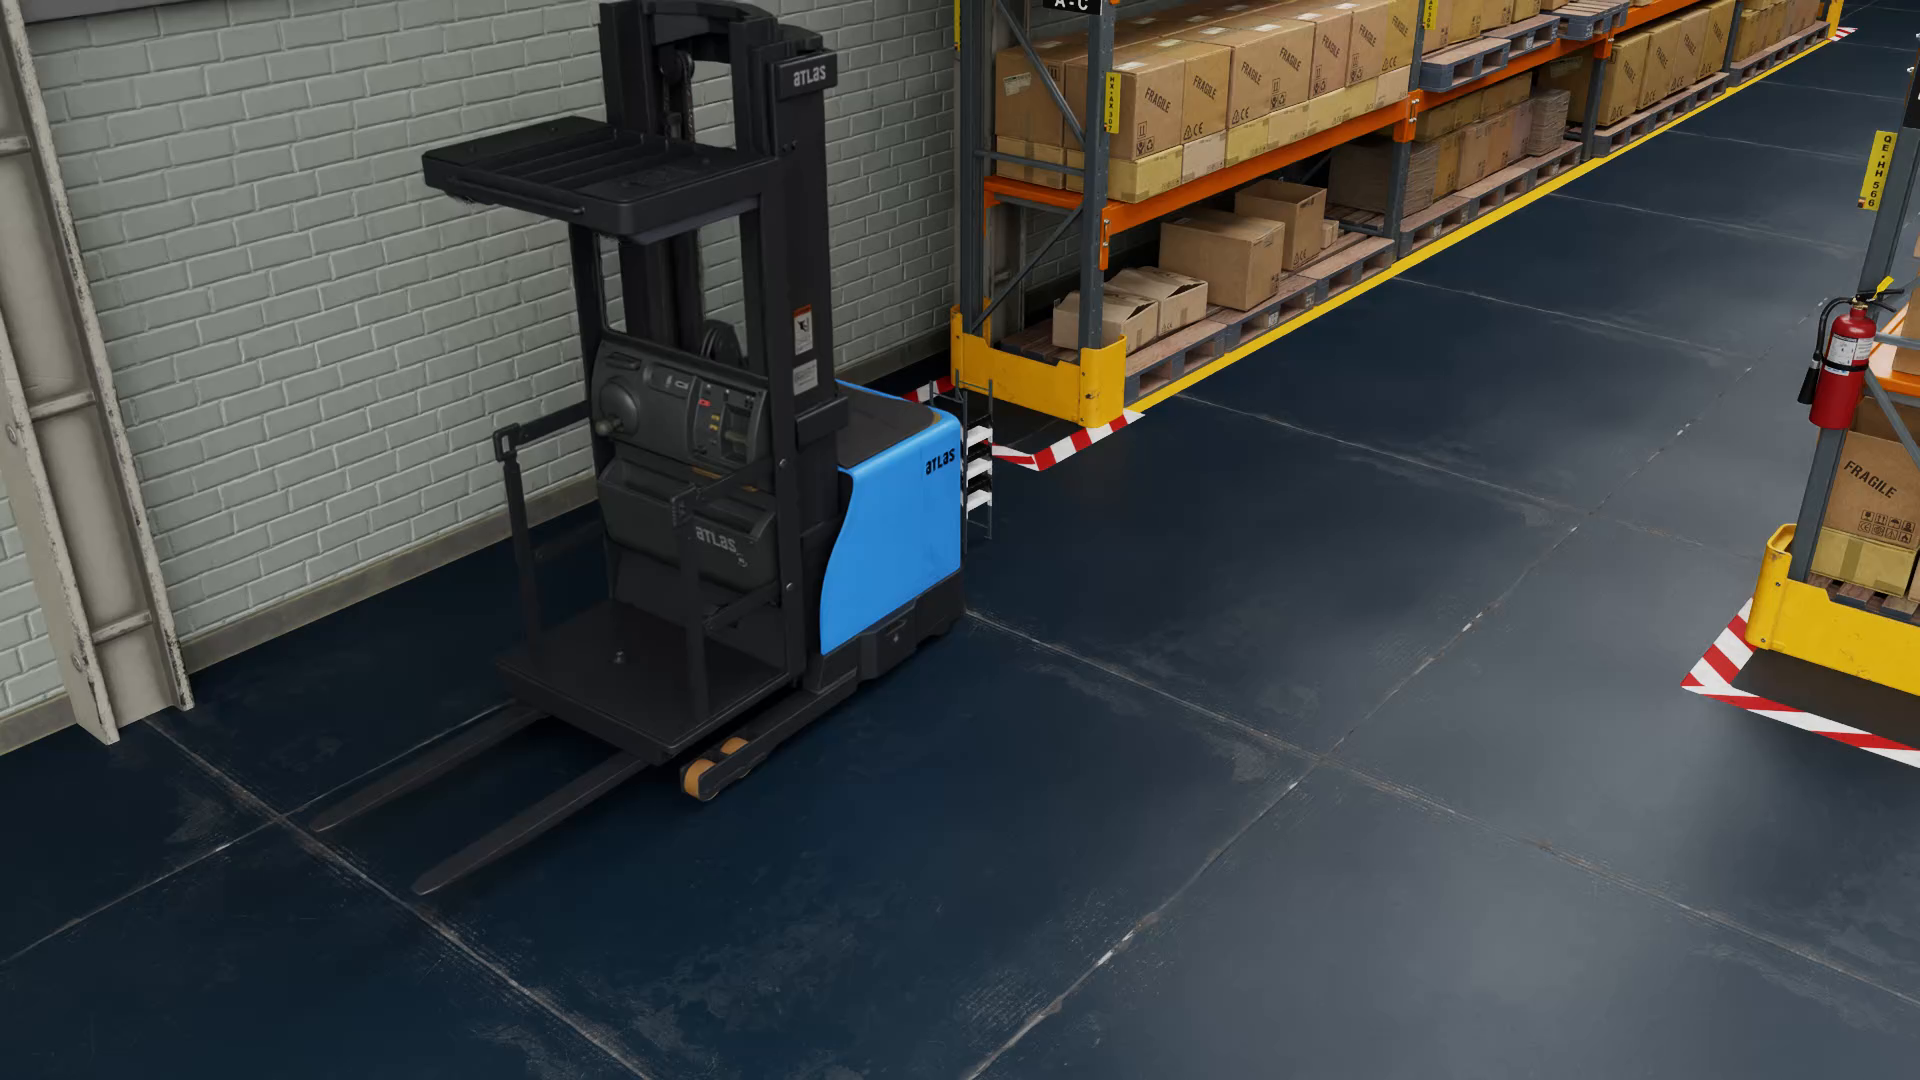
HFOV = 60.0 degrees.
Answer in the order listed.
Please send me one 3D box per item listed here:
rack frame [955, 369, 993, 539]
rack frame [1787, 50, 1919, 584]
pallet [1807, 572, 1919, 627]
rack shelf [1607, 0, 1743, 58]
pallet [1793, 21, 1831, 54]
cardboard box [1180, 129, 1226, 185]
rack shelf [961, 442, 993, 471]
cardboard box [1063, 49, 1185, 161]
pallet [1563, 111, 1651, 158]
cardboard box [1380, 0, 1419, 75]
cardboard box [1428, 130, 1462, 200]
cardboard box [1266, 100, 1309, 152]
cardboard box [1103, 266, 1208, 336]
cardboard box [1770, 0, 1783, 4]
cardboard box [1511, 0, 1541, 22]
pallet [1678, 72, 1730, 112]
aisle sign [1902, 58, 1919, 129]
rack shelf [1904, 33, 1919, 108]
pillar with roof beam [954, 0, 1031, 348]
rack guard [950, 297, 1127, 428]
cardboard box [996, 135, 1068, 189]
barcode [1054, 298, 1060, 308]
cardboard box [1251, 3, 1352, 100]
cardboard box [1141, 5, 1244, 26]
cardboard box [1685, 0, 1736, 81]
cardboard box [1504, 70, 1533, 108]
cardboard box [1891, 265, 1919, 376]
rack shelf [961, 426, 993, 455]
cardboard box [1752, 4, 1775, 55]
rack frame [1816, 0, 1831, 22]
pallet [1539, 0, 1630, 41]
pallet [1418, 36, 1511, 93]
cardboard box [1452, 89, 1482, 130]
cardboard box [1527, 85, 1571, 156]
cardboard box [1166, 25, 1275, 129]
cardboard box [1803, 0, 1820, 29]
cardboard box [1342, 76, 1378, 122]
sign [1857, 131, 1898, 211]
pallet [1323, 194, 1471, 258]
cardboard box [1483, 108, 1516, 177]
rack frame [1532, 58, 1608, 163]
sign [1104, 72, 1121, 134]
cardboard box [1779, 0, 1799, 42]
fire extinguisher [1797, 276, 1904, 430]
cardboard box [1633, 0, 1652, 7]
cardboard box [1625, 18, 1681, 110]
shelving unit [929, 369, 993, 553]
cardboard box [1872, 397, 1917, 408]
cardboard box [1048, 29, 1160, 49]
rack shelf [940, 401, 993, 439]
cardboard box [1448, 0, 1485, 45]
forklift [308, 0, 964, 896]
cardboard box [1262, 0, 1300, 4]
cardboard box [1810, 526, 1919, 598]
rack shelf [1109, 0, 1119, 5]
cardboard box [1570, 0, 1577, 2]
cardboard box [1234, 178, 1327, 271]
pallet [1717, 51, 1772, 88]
[{"bbox_3d":[0.070,-0.439,8.618,0.240,0.900,0.006,21,34,34],"label":"rack frame"},{"bbox_3d":[4.249,-0.755,6.945,1.000,3.000,0.127,21,34,34],"label":"rack frame"},{"bbox_3d":[4.703,0.200,8.133,1.003,0.211,1.213,21,34,34],"label":"pallet"},{"bbox_3d":[6.785,-5.427,16.760,1.077,0.370,4.000,21,34,34],"label":"rack shelf"},{"bbox_3d":[10.153,-6.329,20.755,1.003,0.211,1.213,21,34,34],"label":"pallet"},{"bbox_3d":[1.299,-2.412,10.290,0.500,0.250,0.500,20,33,33],"label":"cardboard box"},{"bbox_3d":[0.005,-0.453,8.523,0.258,0.077,0.200,21,34,34],"label":"rack shelf"},{"bbox_3d":[0.960,-2.558,9.756,0.500,0.500,0.500,21,34,34],"label":"cardboard box"},{"bbox_3d":[6.073,-4.057,16.362,1.003,0.211,1.213,21,34,34],"label":"pallet"},{"bbox_3d":[2.907,-3.637,11.841,0.500,0.500,0.500,21,34,34],"label":"cardboard box"},{"bbox_3d":[3.714,-3.169,13.852,0.700,0.500,0.500,20,33,33],"label":"cardboard box"},{"bbox_3d":[1.951,-2.770,10.981,0.500,0.250,0.500,21,34,35],"label":"cardboard box"},{"bbox_3d":[1.296,-1.624,11.072,0.500,0.311,0.500,24,36,38],"label":"cardboard box"},{"bbox_3d":[9.302,-6.309,19.238,0.380,0.149,0.250,20,33,33],"label":"cardboard box"},{"bbox_3d":[4.446,-4.660,13.906,0.700,0.500,0.500,21,34,34],"label":"cardboard box"},{"bbox_3d":[7.625,-4.922,18.035,1.003,0.211,1.213,21,34,34],"label":"pallet"},{"bbox_3d":[3.981,-1.972,6.469,0.394,0.787,0.004,21,34,34],"label":"aisle sign"},{"bbox_3d":[5.521,-2.477,7.792,1.077,0.370,4.000,21,34,34],"label":"rack shelf"},{"bbox_3d":[3.524,-4.109,6.899,9.100,9.000,0.400,21,34,34],"label":"pillar with roof beam"},{"bbox_3d":[0.473,-1.118,10.367,1.175,0.500,0.348,21,34,34],"label":"rack guard"},{"bbox_3d":[0.572,-2.366,10.201,0.500,0.250,0.500,21,34,35],"label":"cardboard box"},{"bbox_3d":[0.637,-1.549,10.917,0.001,0.075,0.075,21,34,34],"label":"barcode"},{"bbox_3d":[2.265,-3.283,11.157,0.500,0.500,0.500,20,33,33],"label":"cardboard box"},{"bbox_3d":[1.534,-3.245,11.083,0.500,0.500,0.500,21,34,35],"label":"cardboard box"},{"bbox_3d":[7.744,-5.419,17.844,0.750,0.750,0.750,21,34,35],"label":"cardboard box"},{"bbox_3d":[4.684,-4.002,14.647,0.500,0.250,0.500,21,34,35],"label":"cardboard box"},{"bbox_3d":[4.556,-0.961,7.235,0.700,0.500,0.500,21,34,34],"label":"cardboard box"},{"bbox_3d":[0.005,-0.533,8.481,0.258,0.077,0.200,21,34,34],"label":"rack shelf"},{"bbox_3d":[8.934,-5.945,19.240,0.700,0.500,0.500,20,34,34],"label":"cardboard box"},{"bbox_3d":[10.601,-7.874,20.707,1.000,3.000,0.127,21,34,34],"label":"rack frame"},{"bbox_3d":[5.142,-4.669,14.719,1.213,0.211,1.003,21,34,34],"label":"pallet"},{"bbox_3d":[3.567,-3.763,12.968,1.003,0.211,1.213,21,34,34],"label":"pallet"},{"bbox_3d":[4.029,-3.646,13.960,0.500,0.250,0.500,20,33,33],"label":"cardboard box"},{"bbox_3d":[5.095,-3.853,15.174,0.700,0.500,0.500,21,34,35],"label":"cardboard box"},{"bbox_3d":[1.615,-2.912,10.440,0.500,0.500,0.500,19,33,33],"label":"cardboard box"},{"bbox_3d":[10.233,-6.673,20.648,0.700,0.500,0.500,21,34,34],"label":"cardboard box"},{"bbox_3d":[2.578,-3.131,11.680,0.500,0.250,0.500,21,34,35],"label":"cardboard box"},{"bbox_3d":[3.839,-1.538,6.941,0.100,0.325,0.005,21,34,34],"label":"sign"},{"bbox_3d":[3.463,-2.658,13.658,1.003,0.211,1.213,21,34,34],"label":"pallet"},{"bbox_3d":[4.384,-3.519,14.530,0.700,0.500,0.500,21,34,34],"label":"cardboard box"},{"bbox_3d":[5.513,-5.038,15.224,1.000,3.000,0.127,21,34,34],"label":"rack frame"},{"bbox_3d":[0.843,-2.427,9.236,0.100,0.325,0.005,21,34,34],"label":"sign"},{"bbox_3d":[9.596,-6.317,19.960,0.700,0.500,0.500,19,33,33],"label":"cardboard box"},{"bbox_3d":[3.816,-0.815,7.144,0.296,0.674,0.183,21,34,34],"label":"fire extinguisher"},{"bbox_3d":[6.302,-5.140,15.674,0.380,0.149,0.250,22,35,36],"label":"cardboard box"},{"bbox_3d":[6.644,-4.801,16.648,0.750,0.750,0.750,21,34,34],"label":"cardboard box"},{"bbox_3d":[0.005,-0.403,8.549,0.258,0.900,0.210,21,34,34],"label":"shelving unit"},{"bbox_3d":[4.985,-0.689,8.537,0.500,0.500,0.500,21,34,34],"label":"cardboard box"},{"bbox_3d":[0.888,-2.882,10.381,0.500,0.500,0.500,21,34,35],"label":"cardboard box"},{"bbox_3d":[0.005,-0.613,8.440,0.258,0.077,0.200,21,34,34],"label":"rack shelf"},{"bbox_3d":[3.680,-4.226,13.067,0.500,0.500,0.700,-24,36,-39],"label":"cardboard box"},{"bbox_3d":[-1.263,-0.504,6.534,1.130,2.935,3.031,19,33,32],"label":"forklift"},{"bbox_3d":[2.177,-3.607,11.783,0.500,0.500,0.500,21,34,34],"label":"cardboard box"},{"bbox_3d":[4.362,0.003,8.015,0.500,0.250,0.500,21,34,34],"label":"cardboard box"},{"bbox_3d":[1.696,-3.923,10.588,1.077,0.370,4.000,21,34,34],"label":"rack shelf"},{"bbox_3d":[5.222,-5.108,14.772,0.700,0.500,0.500,16,32,29],"label":"cardboard box"},{"bbox_3d":[2.339,-2.325,12.222,0.500,0.500,0.500,18,32,31],"label":"cardboard box"},{"bbox_3d":[8.601,-5.464,19.083,1.003,0.211,1.213,21,34,34],"label":"pallet"}]
